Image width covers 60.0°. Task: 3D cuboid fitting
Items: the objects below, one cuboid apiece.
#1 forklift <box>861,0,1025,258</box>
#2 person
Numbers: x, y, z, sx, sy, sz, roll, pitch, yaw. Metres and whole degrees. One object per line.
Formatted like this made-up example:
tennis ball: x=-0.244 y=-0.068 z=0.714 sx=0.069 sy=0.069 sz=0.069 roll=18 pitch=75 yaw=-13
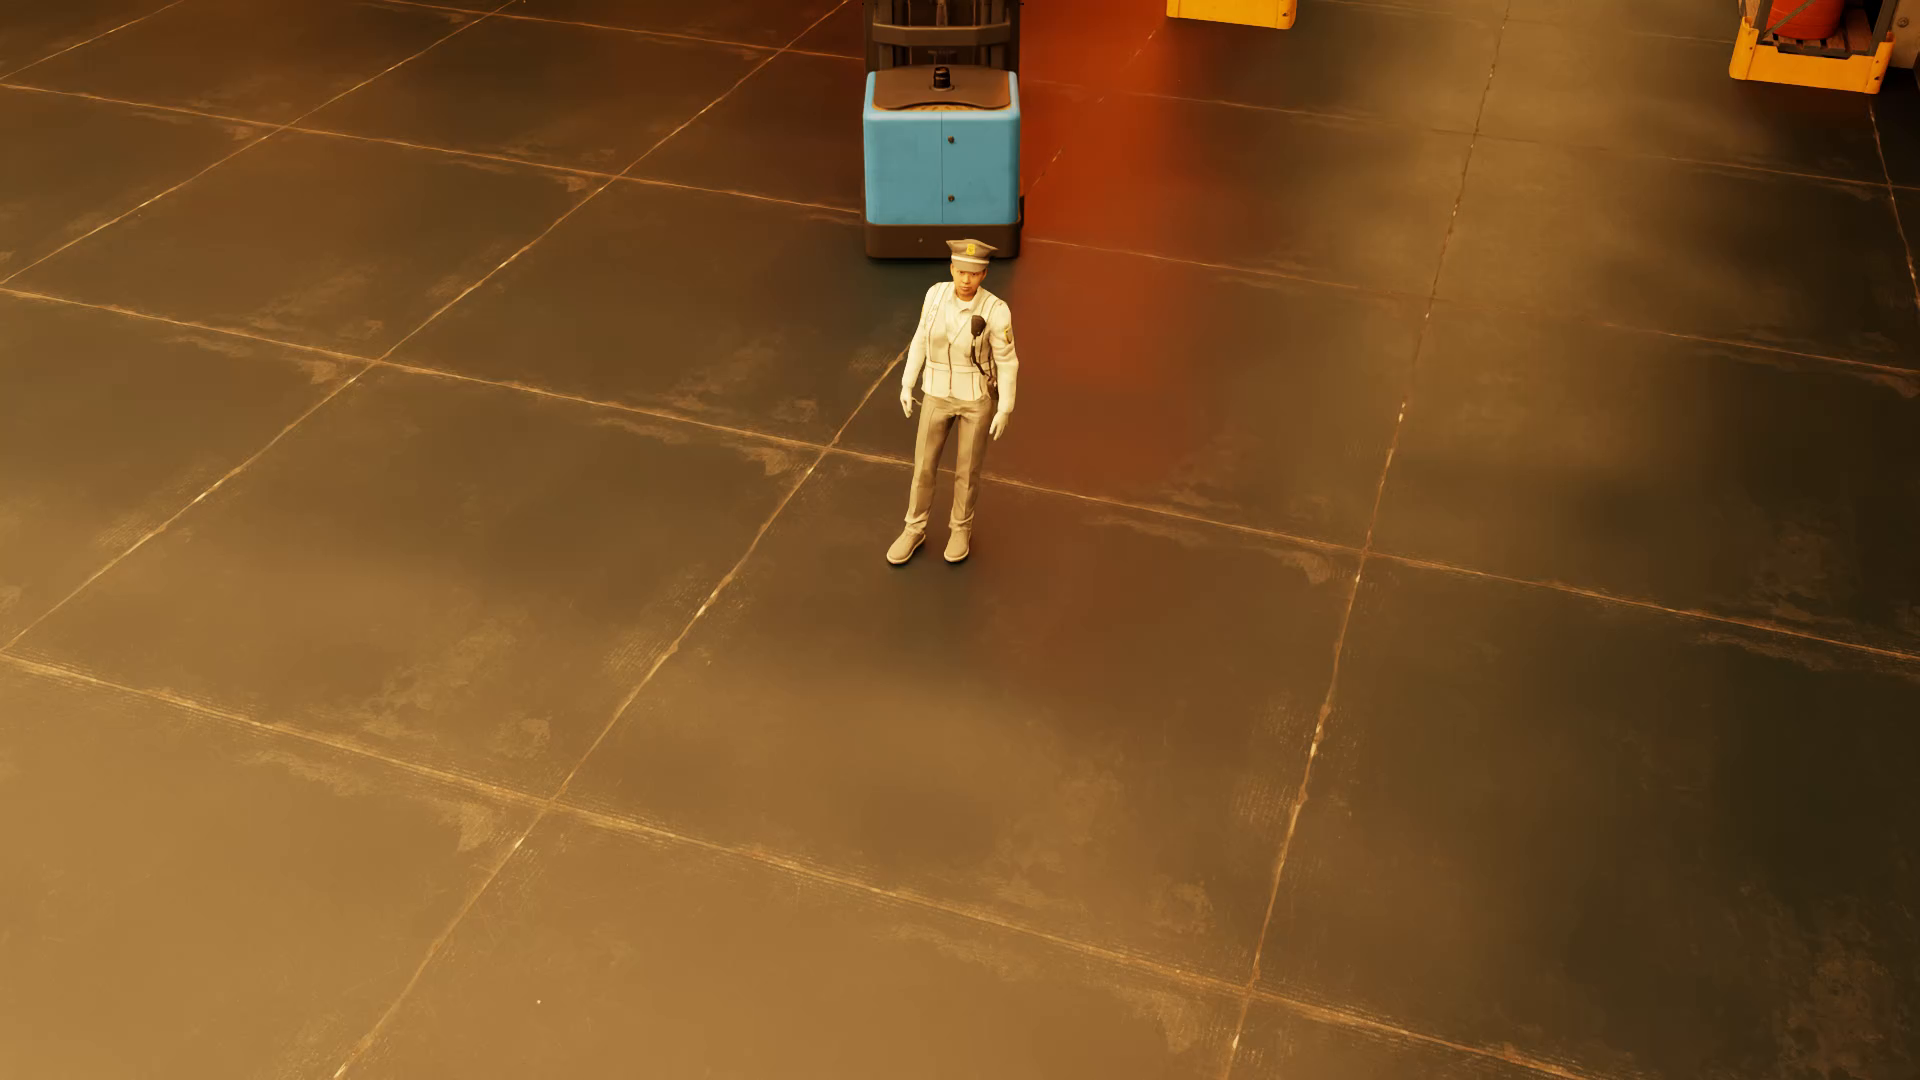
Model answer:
forklift: x=-0.126 y=-3.912 z=11.628 sx=1.130 sy=2.935 sz=3.031 roll=0 pitch=35 yaw=0
person: x=-0.030 y=-0.661 z=8.100 sx=0.586 sy=1.694 sz=0.530 roll=12 pitch=37 yaw=16
